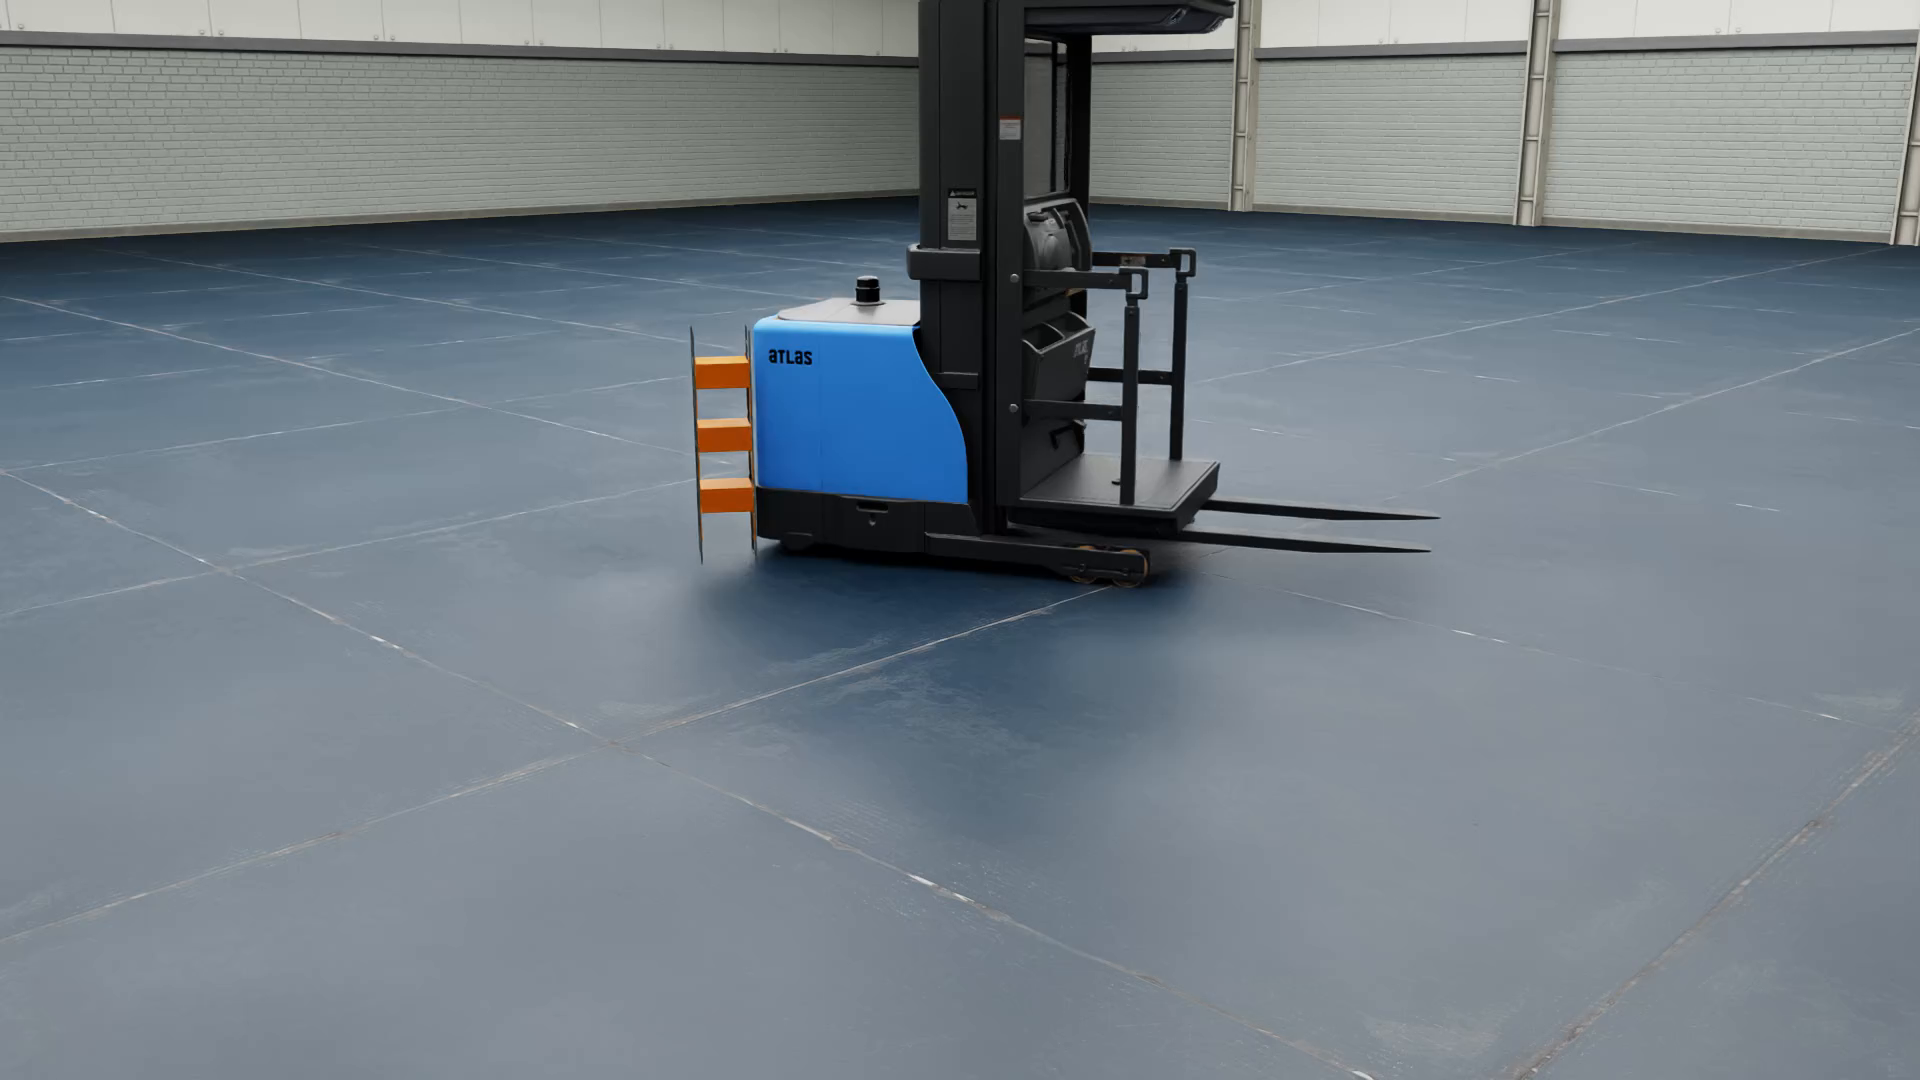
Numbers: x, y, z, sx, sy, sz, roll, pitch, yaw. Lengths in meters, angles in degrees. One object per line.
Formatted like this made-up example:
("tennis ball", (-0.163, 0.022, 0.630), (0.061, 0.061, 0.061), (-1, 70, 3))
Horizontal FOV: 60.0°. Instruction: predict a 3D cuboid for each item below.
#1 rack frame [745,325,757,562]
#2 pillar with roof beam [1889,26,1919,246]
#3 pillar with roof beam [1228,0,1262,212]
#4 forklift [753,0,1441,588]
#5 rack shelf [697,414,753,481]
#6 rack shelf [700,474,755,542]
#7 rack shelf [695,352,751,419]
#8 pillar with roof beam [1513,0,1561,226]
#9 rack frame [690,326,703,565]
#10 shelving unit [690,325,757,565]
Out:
("rack frame", (-0.944, -0.434, 7.516), (0.008, 1.050, 0.200), (-3, 15, -11))
("pillar with roof beam", (11.218, -8.008, 20.818), (0.400, 9.000, 9.100), (14, 20, 42))
("pillar with roof beam", (2.579, -10.108, 28.878), (0.400, 9.000, 9.100), (14, 20, 42))
("forklift", (0.625, -1.362, 7.345), (3.031, 2.935, 1.130), (5, 15, 18))
("rack shelf", (-1.064, -0.418, 7.496), (0.240, 0.259, 0.215), (-3, 15, -11))
("rack shelf", (-1.064, -0.149, 7.566), (0.240, 0.259, 0.215), (-3, 15, -11))
("rack shelf", (-1.064, -0.693, 7.424), (0.240, 0.259, 0.215), (-3, 15, -11))
("pillar with roof beam", (6.899, -9.058, 24.848), (0.400, 9.000, 9.100), (14, 20, 42))
("rack frame", (-1.183, -0.422, 7.470), (0.008, 1.050, 0.200), (-3, 15, -11))
("shelving unit", (-1.064, -0.428, 7.493), (0.252, 1.050, 0.215), (-3, 15, -11))
